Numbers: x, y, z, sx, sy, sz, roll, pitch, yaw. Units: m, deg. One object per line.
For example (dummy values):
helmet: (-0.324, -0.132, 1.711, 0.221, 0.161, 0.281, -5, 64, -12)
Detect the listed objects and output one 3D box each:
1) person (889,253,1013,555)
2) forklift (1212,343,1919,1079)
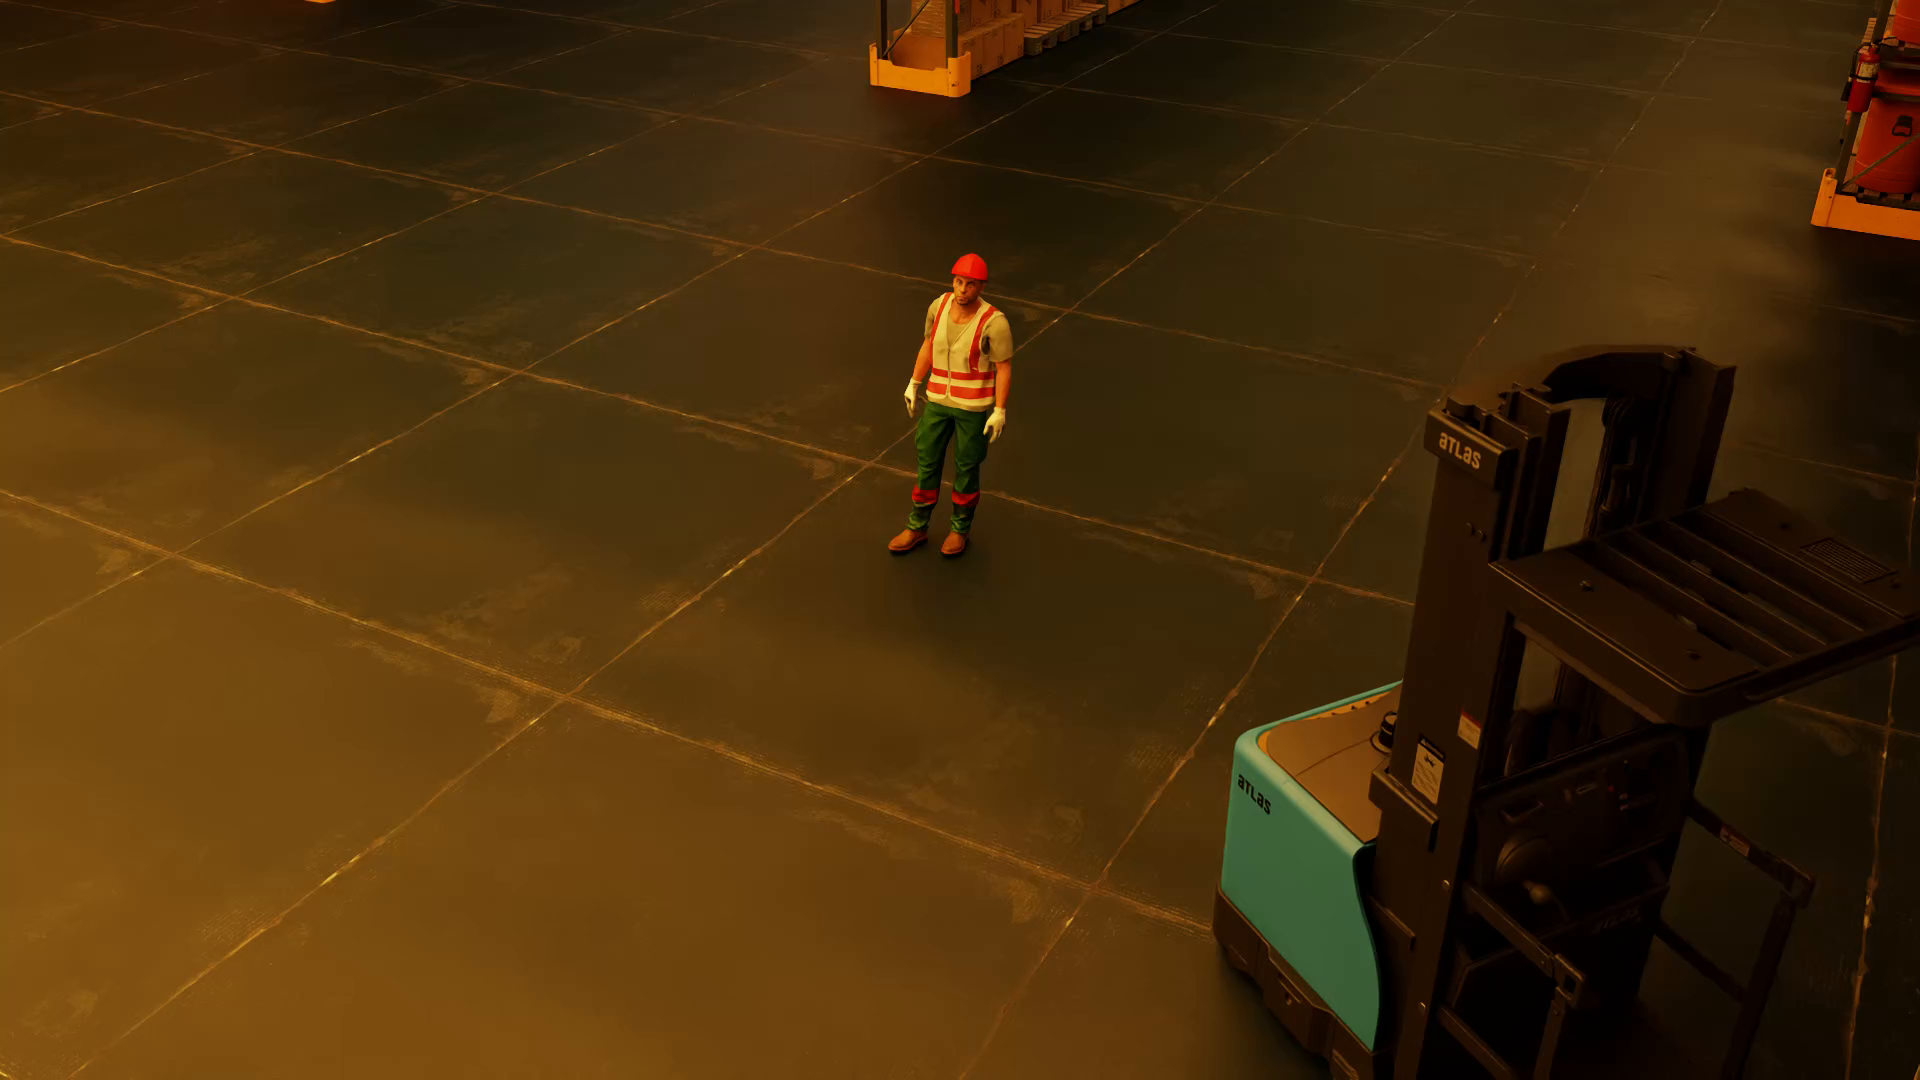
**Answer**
person: (-0.050, -0.749, 9.496, 0.637, 1.790, 0.562, 15, 33, 25)
forklift: (2.176, 0.972, 5.386, 1.130, 2.935, 3.031, -14, 33, -23)
